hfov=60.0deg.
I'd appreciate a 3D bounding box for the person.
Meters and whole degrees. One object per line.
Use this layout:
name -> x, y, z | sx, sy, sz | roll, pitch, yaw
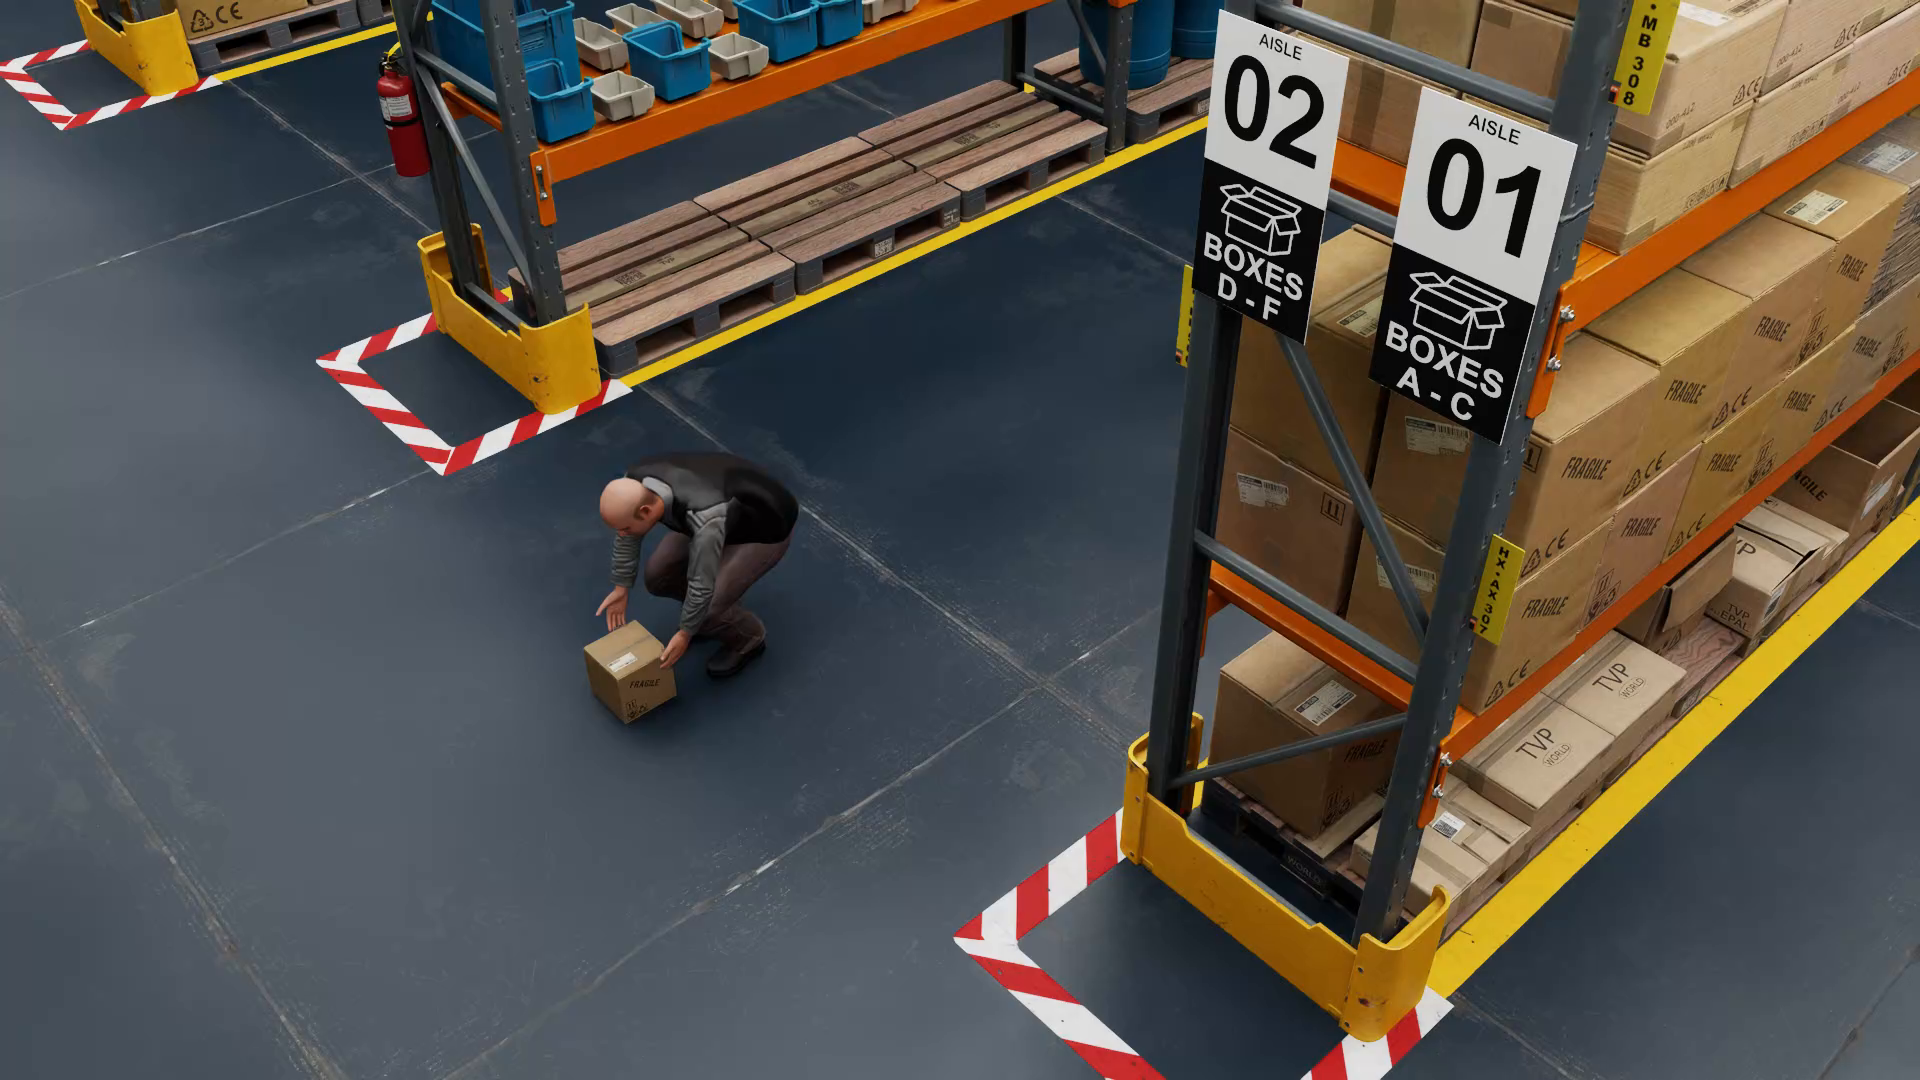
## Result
person -> -1.017, 0.059, 6.607 | 0.837, 1.083, 0.558 | -30, 48, -31
